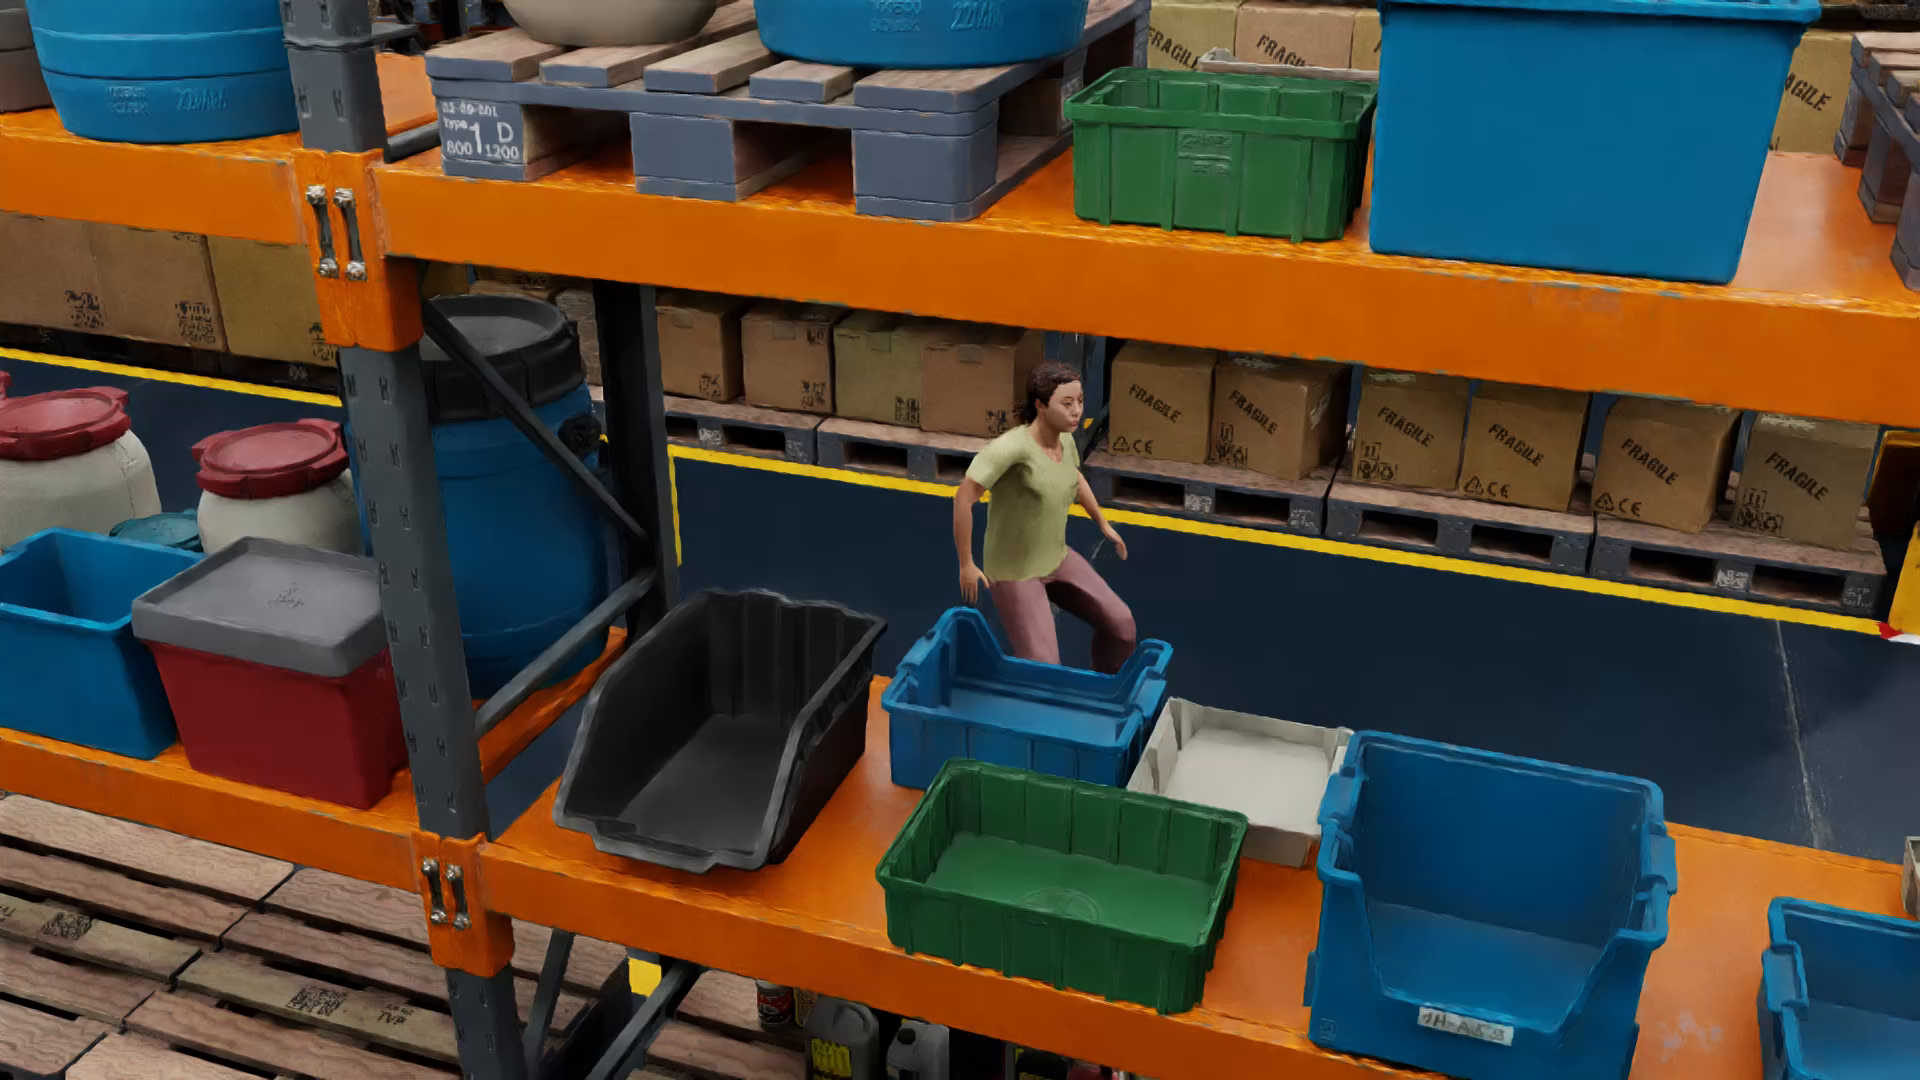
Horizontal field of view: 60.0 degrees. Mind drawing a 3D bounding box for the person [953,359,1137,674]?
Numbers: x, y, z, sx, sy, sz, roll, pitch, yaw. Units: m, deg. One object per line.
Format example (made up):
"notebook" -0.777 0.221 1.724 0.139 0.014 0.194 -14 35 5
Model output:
"person" 0.365 0.082 6.119 0.500 1.531 0.773 22 34 38
